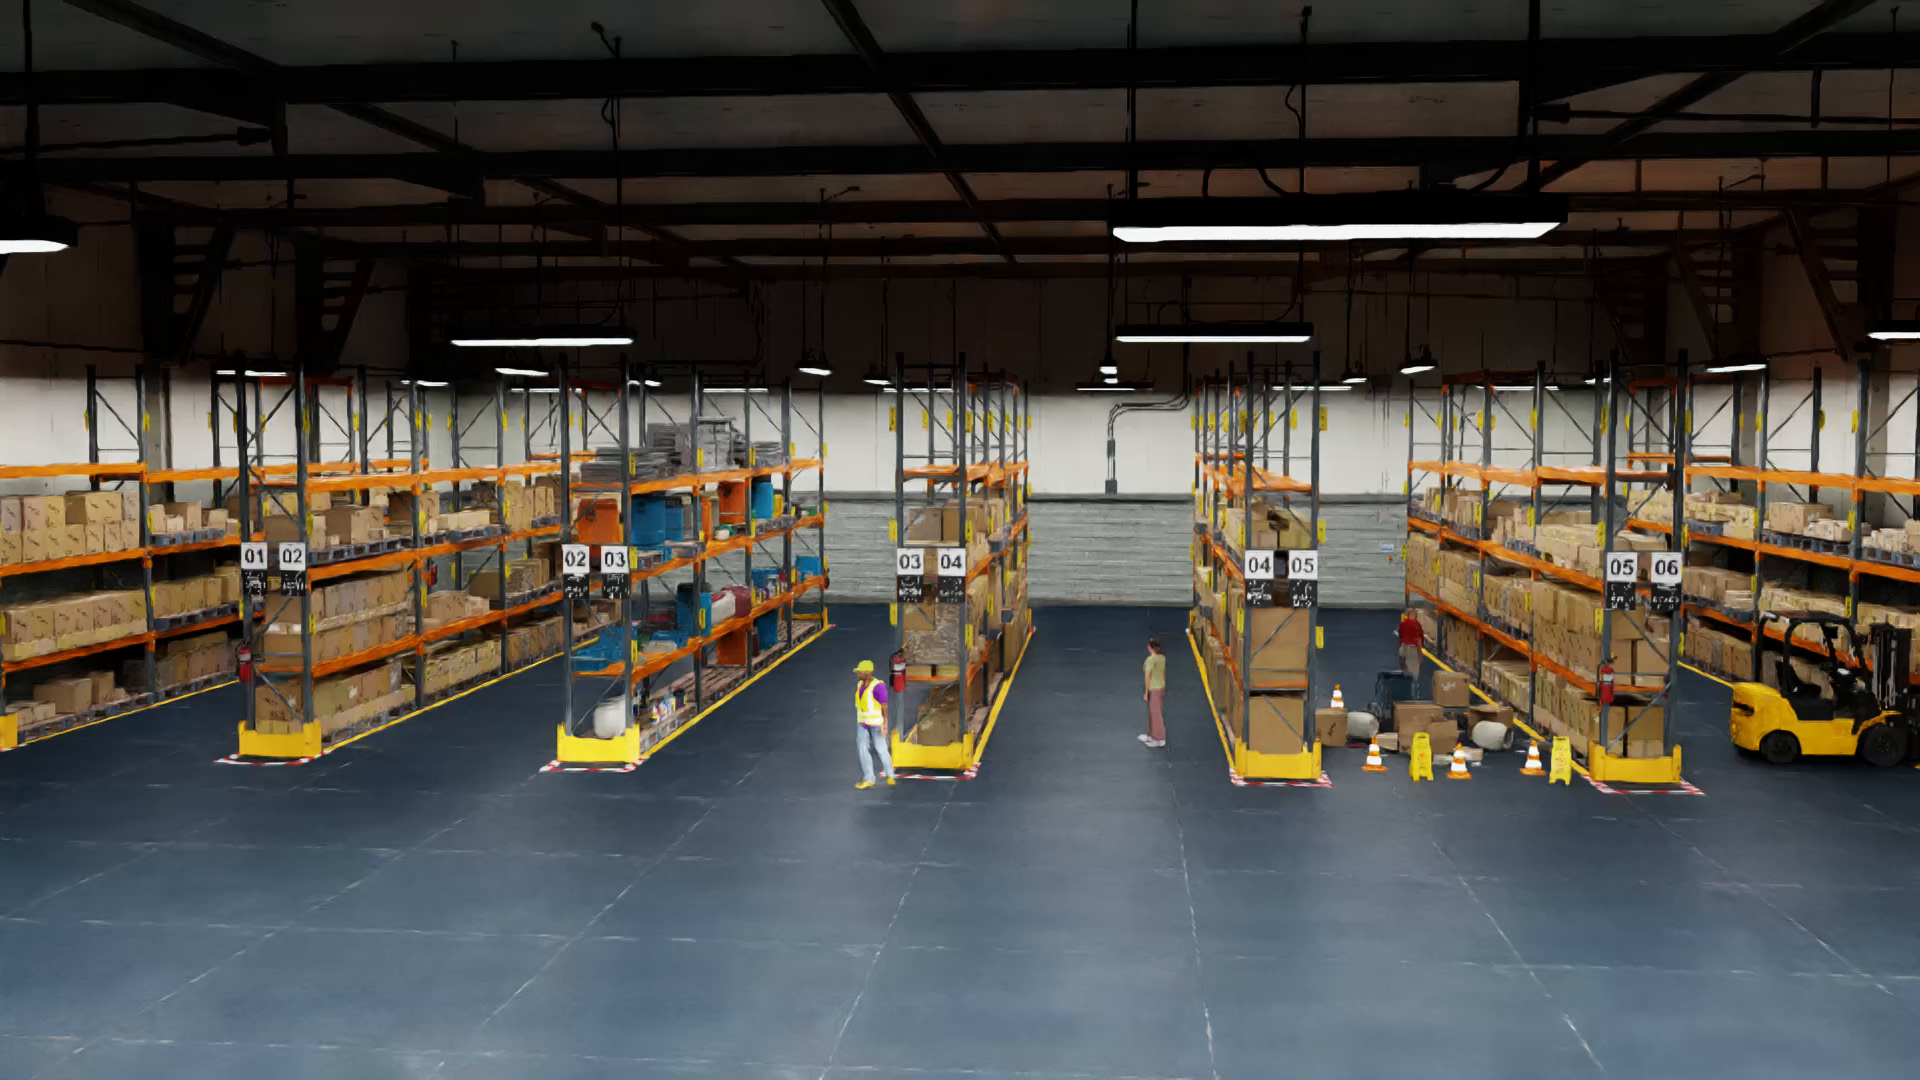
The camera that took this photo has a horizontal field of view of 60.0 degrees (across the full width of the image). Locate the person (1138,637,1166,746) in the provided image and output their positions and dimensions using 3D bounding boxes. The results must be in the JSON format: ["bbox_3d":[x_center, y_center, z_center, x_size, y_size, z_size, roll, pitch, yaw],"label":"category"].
[{"bbox_3d":[2.980,2.322,25.756,0.569,1.668,0.558,3,5,33],"label":"person"}]

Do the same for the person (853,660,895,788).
[{"bbox_3d":[-1.180,2.511,22.837,0.600,1.753,0.571,4,5,42],"label":"person"}]

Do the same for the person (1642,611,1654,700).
[{"bbox_3d":[11.561,2.088,28.299,0.551,1.782,0.636,3,5,36],"label":"person"}]

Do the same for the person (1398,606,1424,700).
[{"bbox_3d":[8.036,2.030,29.511,0.457,1.733,0.593,-2,4,-24],"label":"person"}]
